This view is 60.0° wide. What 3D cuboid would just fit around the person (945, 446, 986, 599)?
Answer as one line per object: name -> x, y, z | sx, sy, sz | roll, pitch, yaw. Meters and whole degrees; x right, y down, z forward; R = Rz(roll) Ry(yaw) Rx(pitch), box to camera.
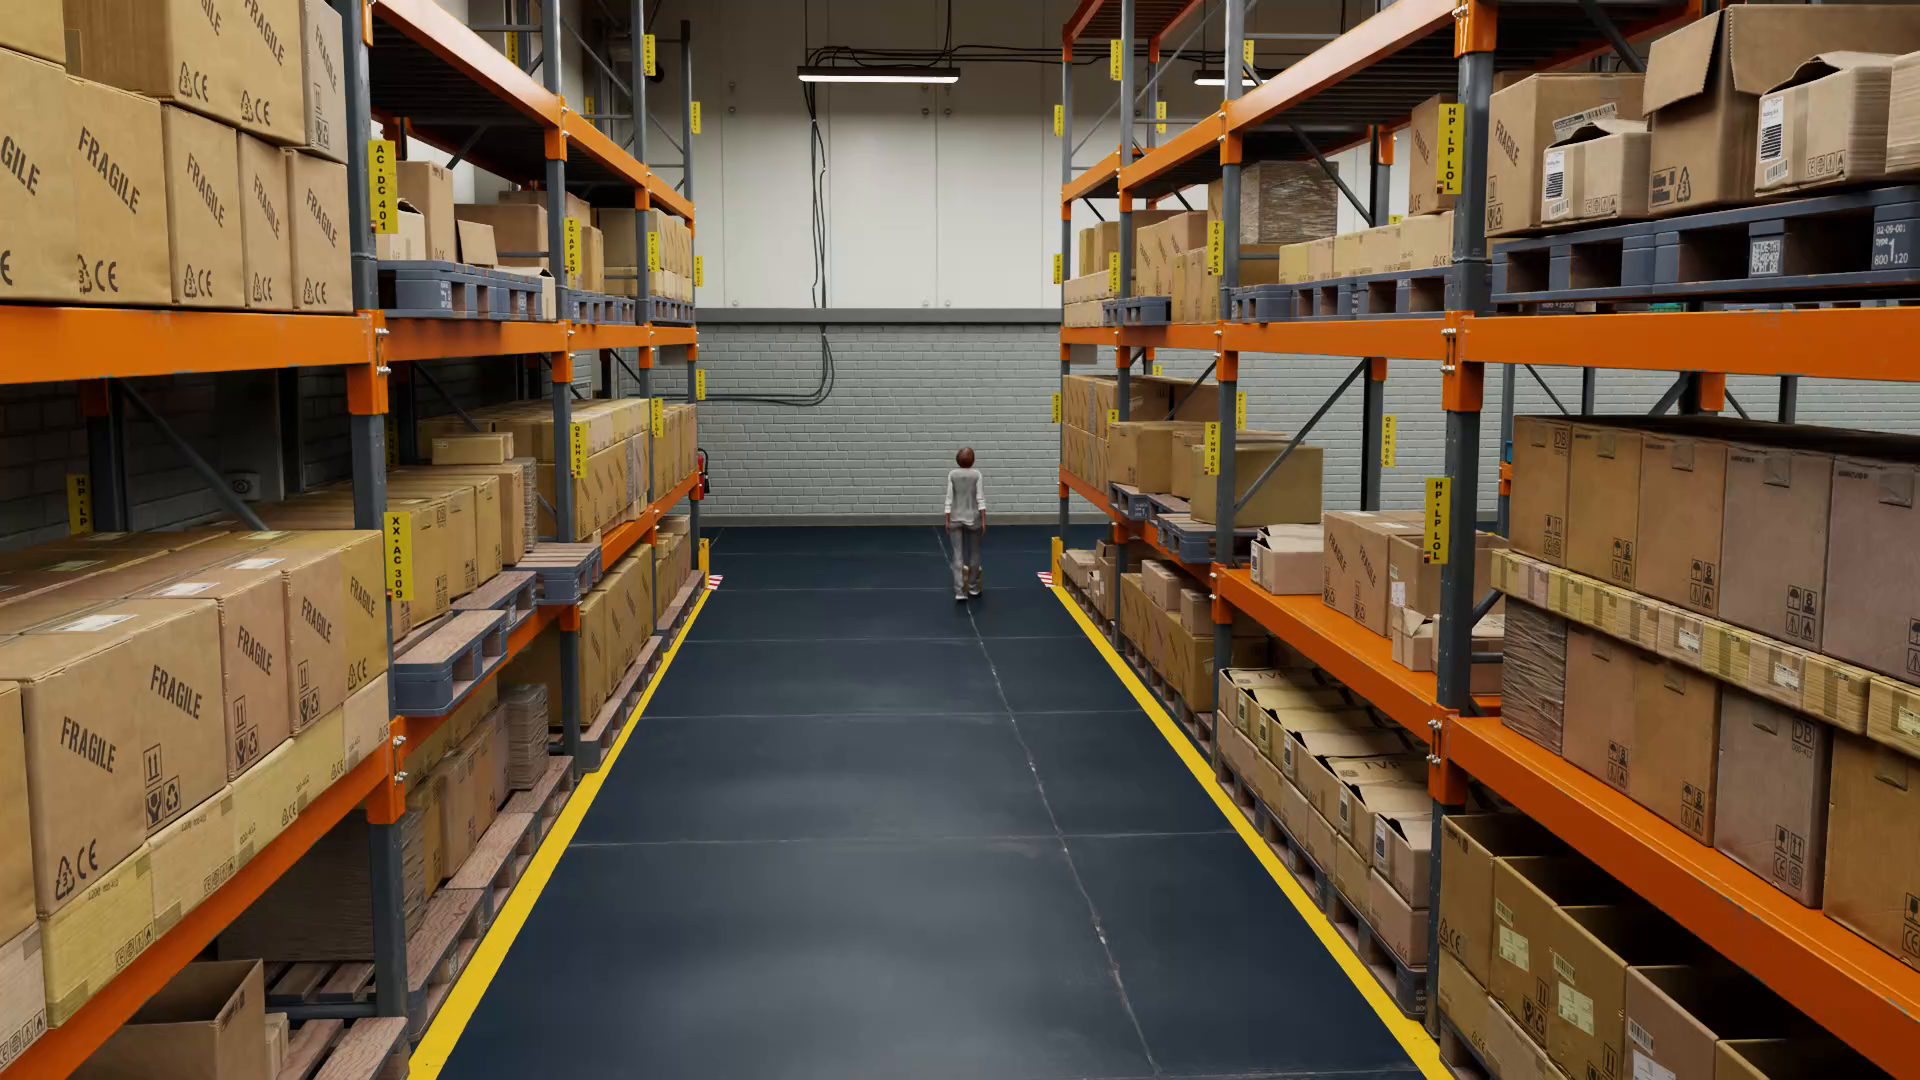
person -> 0.058, -0.192, 17.307 | 0.426, 1.588, 0.679 | 0, 7, 2
